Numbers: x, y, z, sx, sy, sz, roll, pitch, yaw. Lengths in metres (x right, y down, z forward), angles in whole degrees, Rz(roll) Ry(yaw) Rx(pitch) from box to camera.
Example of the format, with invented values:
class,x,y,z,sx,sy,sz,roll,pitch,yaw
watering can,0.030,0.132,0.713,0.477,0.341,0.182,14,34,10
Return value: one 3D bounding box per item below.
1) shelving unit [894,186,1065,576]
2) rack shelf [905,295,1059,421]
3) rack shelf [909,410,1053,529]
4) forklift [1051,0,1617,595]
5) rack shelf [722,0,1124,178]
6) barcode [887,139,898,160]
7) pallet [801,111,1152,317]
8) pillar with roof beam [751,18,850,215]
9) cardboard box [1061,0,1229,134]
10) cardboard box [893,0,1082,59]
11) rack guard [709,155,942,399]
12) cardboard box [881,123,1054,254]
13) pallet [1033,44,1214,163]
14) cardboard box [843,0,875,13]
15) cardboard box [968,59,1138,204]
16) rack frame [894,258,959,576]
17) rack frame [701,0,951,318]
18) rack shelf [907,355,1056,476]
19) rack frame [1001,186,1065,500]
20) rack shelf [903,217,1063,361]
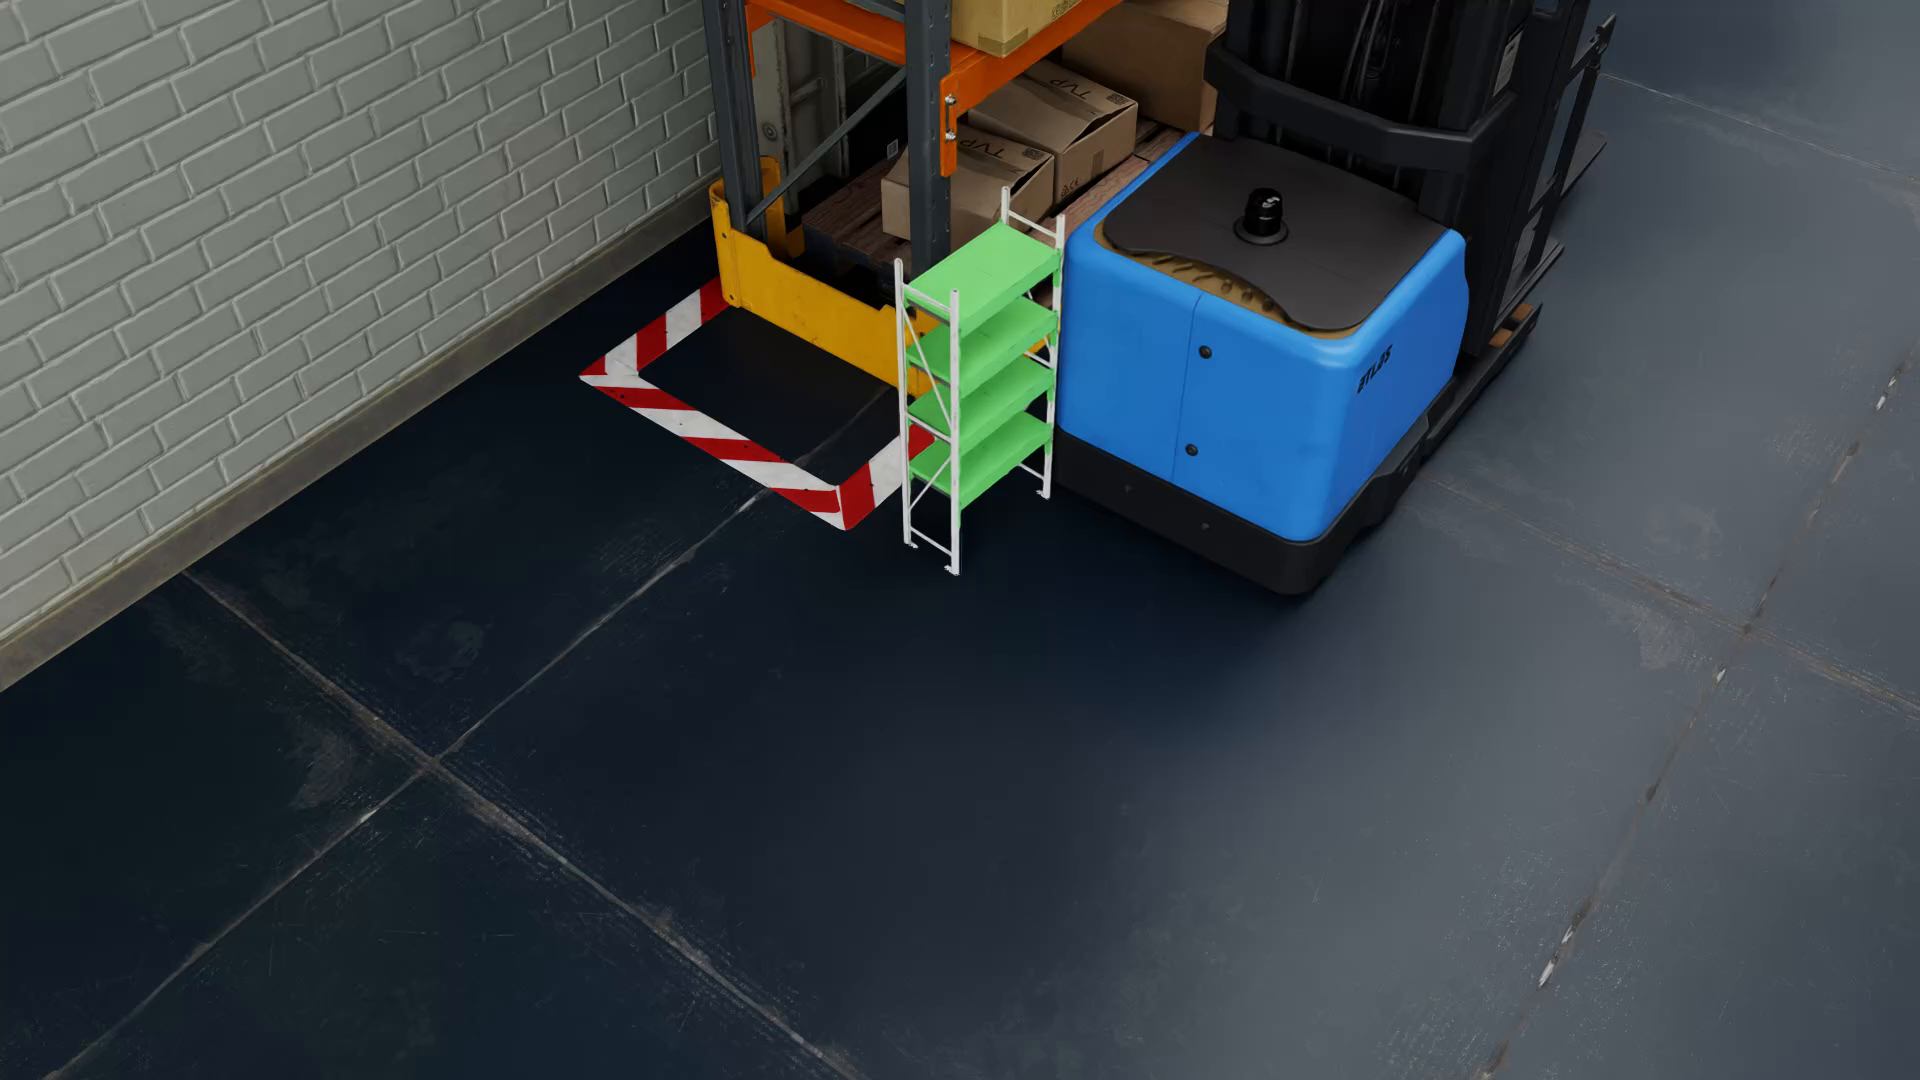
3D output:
class,x,y,z,sx,sy,sz,roll,pitch,yaw
shelving unit,0.063,-0.486,5.384,0.258,1.200,0.503,32,54,27
rack shelf,0.063,-0.607,5.257,0.258,0.148,0.480,32,54,27
rack shelf,0.063,-0.276,5.604,0.258,0.148,0.480,32,54,27
forklift,1.594,-1.856,5.496,1.130,2.935,3.031,28,52,24
rack shelf,0.761,-2.709,6.761,1.077,0.370,4.000,29,53,25
barcode,-0.273,-1.583,6.737,0.001,0.075,0.075,29,53,25
pallet,0.110,-1.343,6.887,1.003,0.211,1.213,29,53,25
pillar with roof beam,2.689,-2.765,2.168,9.100,9.000,0.400,29,53,25
cardboard box,0.869,-2.182,7.184,0.700,0.500,0.500,26,52,23
cardboard box,0.088,-1.907,5.587,0.500,0.250,0.500,28,52,24
rack guard,-0.415,-0.993,6.353,1.175,0.500,0.348,29,53,25
cardboard box,0.033,-1.392,6.561,0.500,0.311,0.500,24,51,21
pallet,0.856,-2.038,7.551,1.003,0.211,1.213,29,53,25
cardboard box,-0.329,-2.121,5.792,0.500,0.250,0.500,30,53,25
cardboard box,0.381,-1.719,6.873,0.500,0.311,0.500,34,55,28
rack frame,-0.098,-0.353,5.258,0.240,1.200,0.015,32,54,27
rack frame,-0.462,-1.813,5.408,1.000,3.000,0.127,29,53,25
rack shelf,0.063,-0.442,5.430,0.258,0.148,0.480,32,54,27
rack frame,0.224,-0.618,5.511,0.240,1.200,0.015,32,54,27
rack shelf,0.063,-0.773,5.083,0.258,0.148,0.480,32,54,27
